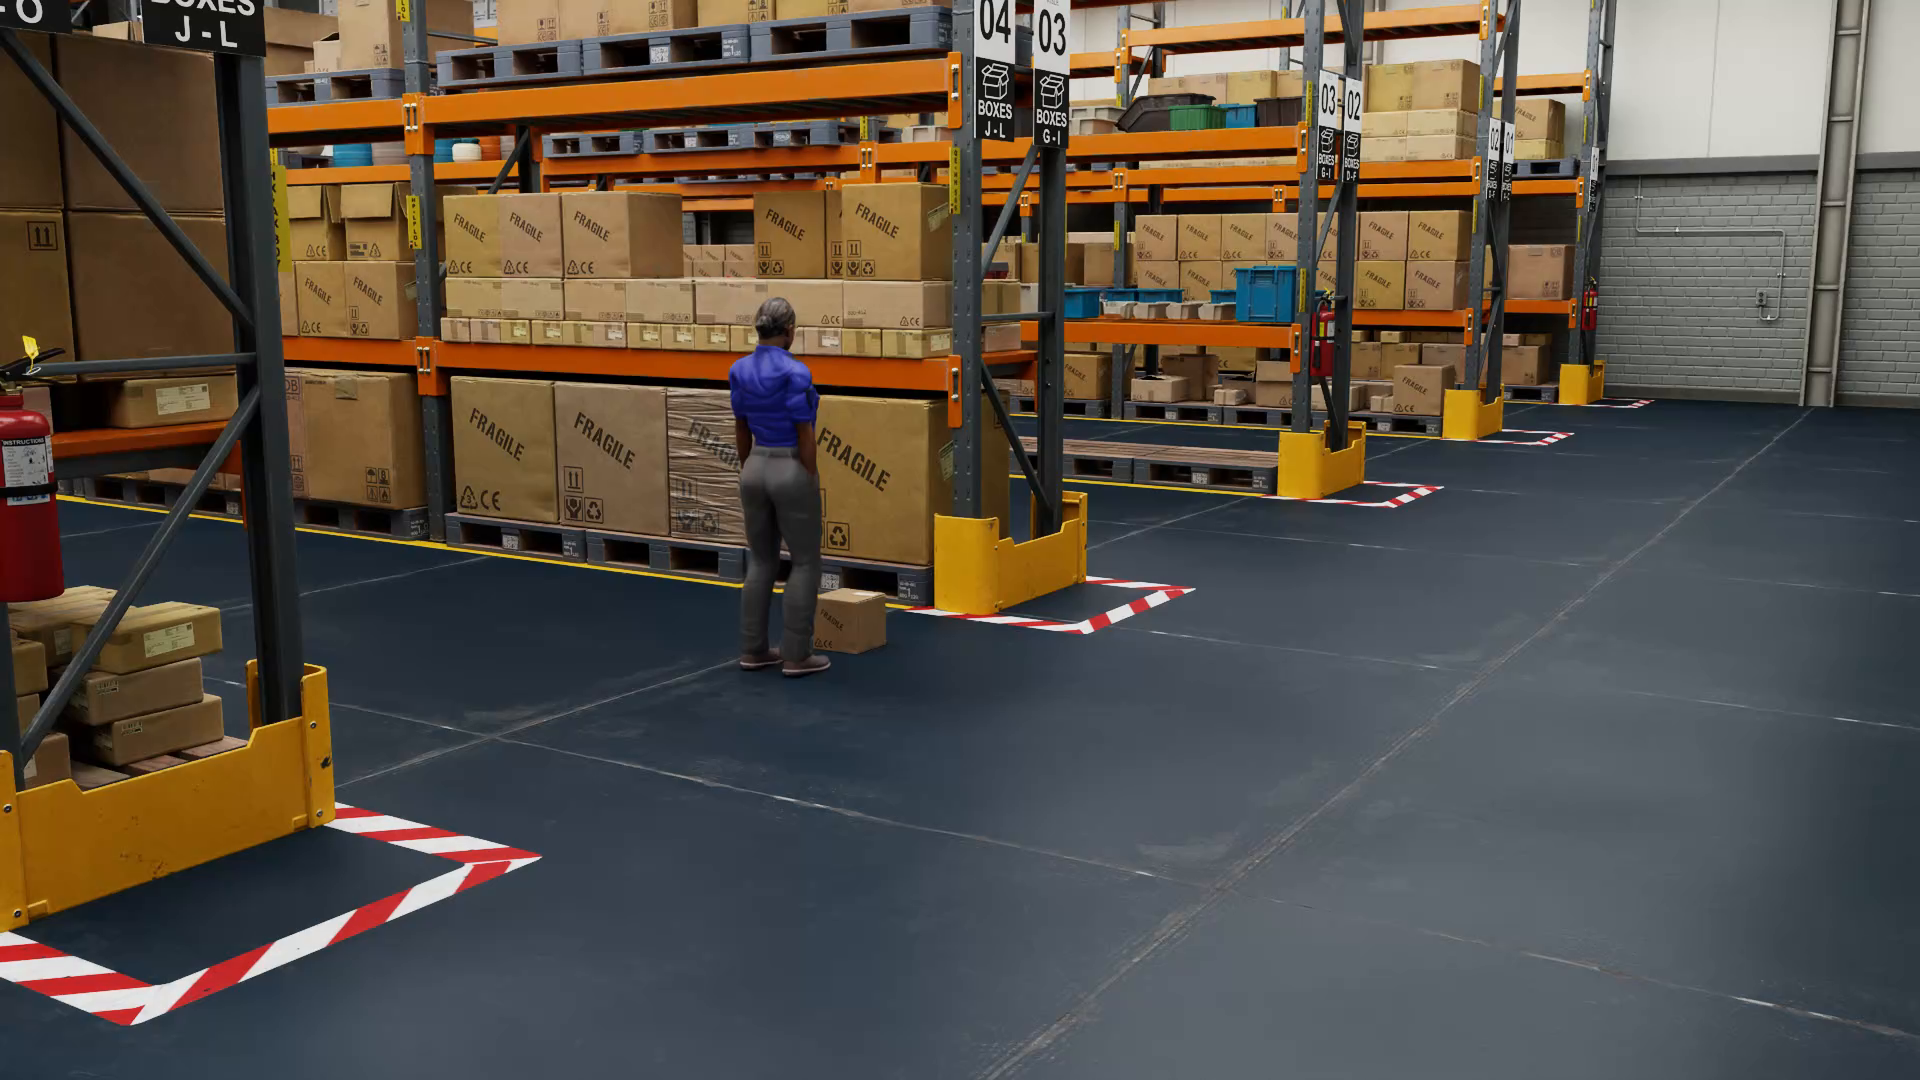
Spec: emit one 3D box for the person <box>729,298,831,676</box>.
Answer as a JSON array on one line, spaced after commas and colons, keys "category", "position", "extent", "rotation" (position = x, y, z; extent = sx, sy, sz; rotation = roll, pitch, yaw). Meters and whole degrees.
[{"category": "person", "position": [-0.805, -0.235, 7.339], "extent": [0.440, 1.652, 0.302], "rotation": [6, 11, 32]}]
